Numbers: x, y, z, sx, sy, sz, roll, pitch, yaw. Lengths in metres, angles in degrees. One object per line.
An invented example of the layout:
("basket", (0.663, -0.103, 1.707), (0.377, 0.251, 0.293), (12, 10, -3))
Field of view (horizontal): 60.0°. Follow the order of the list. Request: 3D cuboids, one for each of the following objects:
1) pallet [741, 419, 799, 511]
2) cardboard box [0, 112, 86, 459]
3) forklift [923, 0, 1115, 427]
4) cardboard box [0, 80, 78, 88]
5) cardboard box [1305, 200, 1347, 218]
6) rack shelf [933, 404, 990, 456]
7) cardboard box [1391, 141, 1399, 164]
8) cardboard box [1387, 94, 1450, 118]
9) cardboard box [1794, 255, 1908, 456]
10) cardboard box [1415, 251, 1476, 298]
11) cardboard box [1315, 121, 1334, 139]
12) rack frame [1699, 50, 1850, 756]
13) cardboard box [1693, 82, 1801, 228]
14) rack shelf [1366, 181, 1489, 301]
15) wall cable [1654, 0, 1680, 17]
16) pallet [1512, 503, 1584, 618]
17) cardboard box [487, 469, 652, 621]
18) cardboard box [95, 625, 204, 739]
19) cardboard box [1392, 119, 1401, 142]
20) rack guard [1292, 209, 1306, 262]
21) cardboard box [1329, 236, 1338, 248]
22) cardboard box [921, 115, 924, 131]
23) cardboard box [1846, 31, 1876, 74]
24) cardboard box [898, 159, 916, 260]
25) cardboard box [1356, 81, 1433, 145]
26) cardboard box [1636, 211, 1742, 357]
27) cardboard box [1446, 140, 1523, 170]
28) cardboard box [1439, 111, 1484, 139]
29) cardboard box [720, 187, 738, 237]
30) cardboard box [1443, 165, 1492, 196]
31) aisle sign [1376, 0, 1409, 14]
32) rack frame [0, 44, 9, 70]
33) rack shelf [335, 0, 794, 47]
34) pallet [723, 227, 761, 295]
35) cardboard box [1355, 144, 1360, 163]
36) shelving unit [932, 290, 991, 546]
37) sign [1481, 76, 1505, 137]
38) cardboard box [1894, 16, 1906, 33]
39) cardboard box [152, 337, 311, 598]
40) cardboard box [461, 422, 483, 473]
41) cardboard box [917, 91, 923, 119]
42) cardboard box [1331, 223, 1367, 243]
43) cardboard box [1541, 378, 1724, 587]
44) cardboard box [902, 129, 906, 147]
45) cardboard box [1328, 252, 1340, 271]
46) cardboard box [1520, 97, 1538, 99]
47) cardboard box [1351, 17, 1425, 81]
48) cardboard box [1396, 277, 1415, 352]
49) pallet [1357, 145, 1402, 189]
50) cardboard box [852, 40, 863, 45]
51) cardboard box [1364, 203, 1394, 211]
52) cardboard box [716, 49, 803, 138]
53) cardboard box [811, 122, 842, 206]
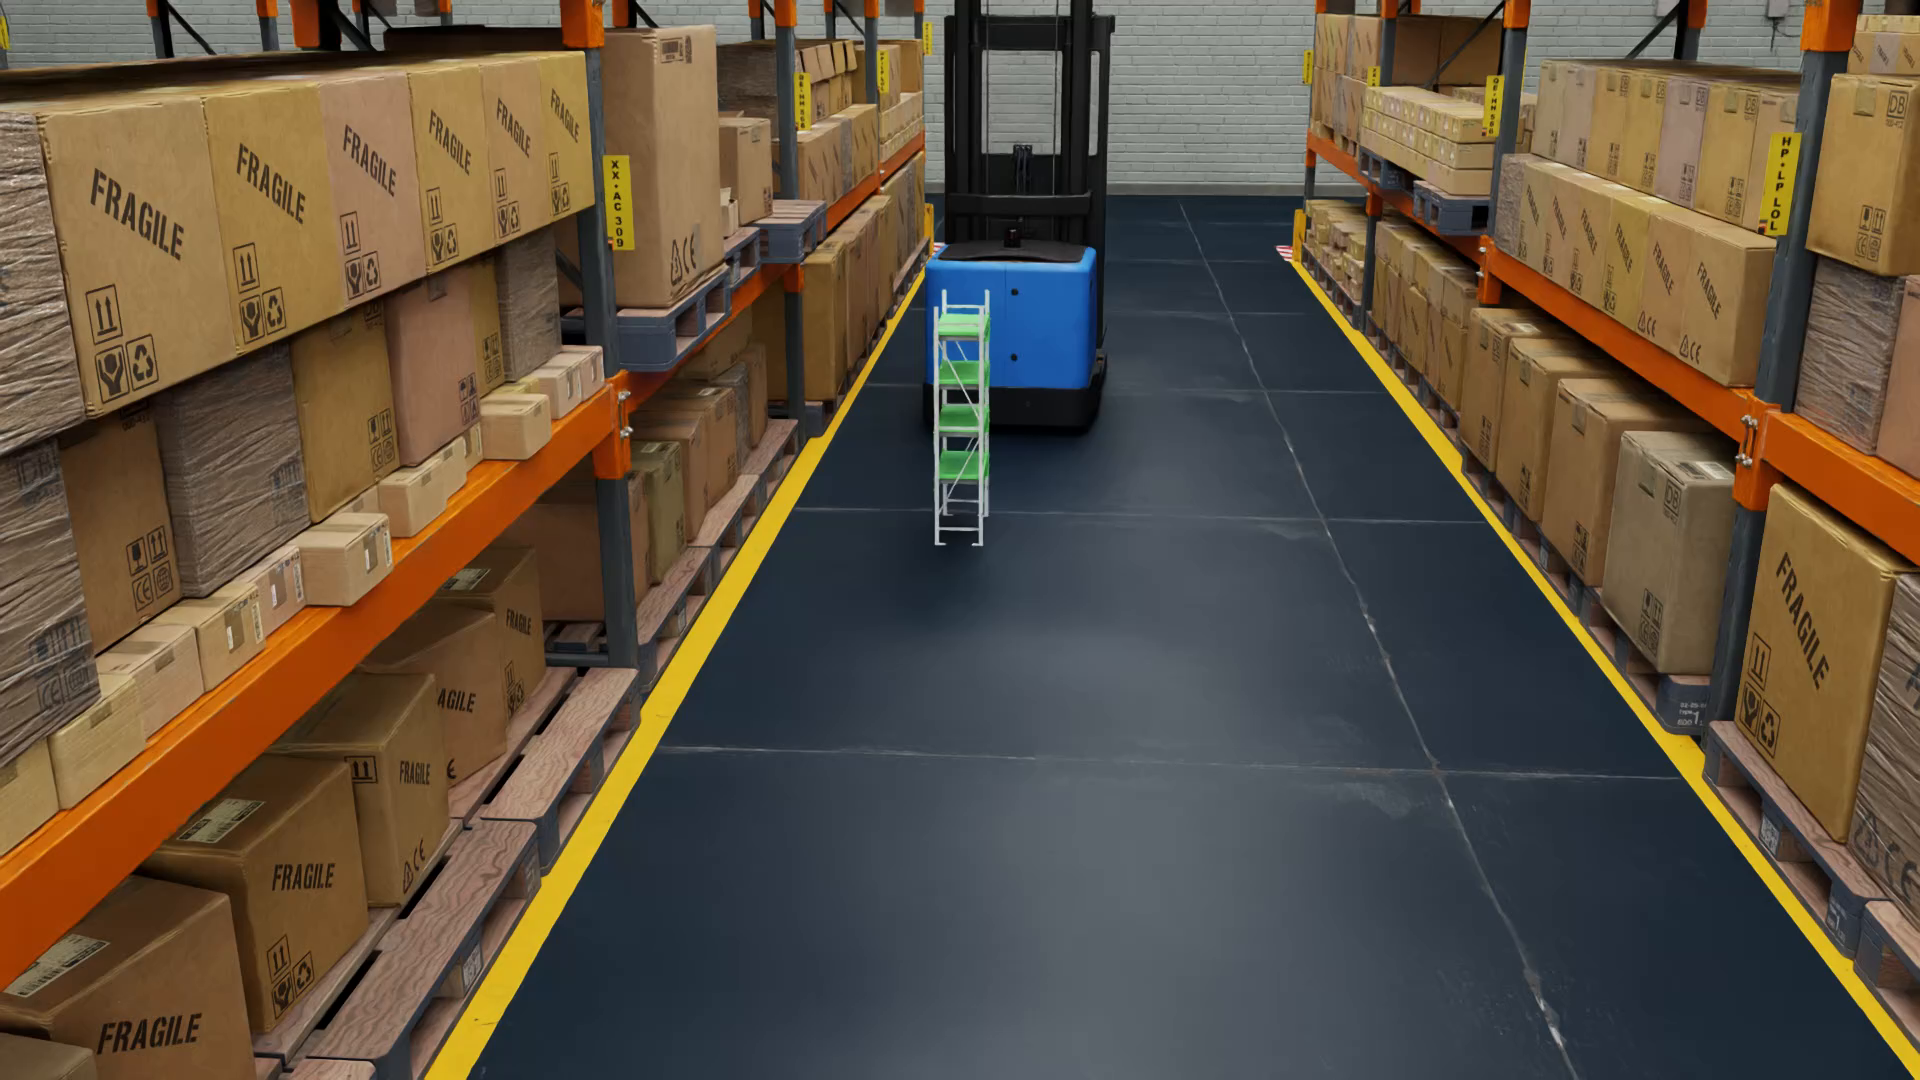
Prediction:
("pallet", (-1.507, -0.449, 9.454), (1.003, 0.211, 1.213), (1, 18, 4))
("cardboard box", (-1.712, -0.361, 2.463), (0.500, 0.500, 0.500), (1, 18, 4))
("forklift", (0.472, -2.514, 11.387), (1.130, 2.935, 3.031), (2, 18, 7))
("cardboard box", (-2.162, -0.683, 3.446), (0.500, 0.500, 0.500), (1, 18, 4))
("cardboard box", (3.687, -3.332, 16.722), (0.380, 0.149, 0.250), (0, 18, 1))
("rack shelf", (0.012, -0.561, 8.413), (0.258, 0.148, 0.480), (1, 18, 4))
("cardboard box", (3.202, -2.679, 11.512), (0.380, 0.149, 0.250), (1, 18, 3))
("cardboard box", (3.217, -3.044, 11.670), (0.380, 0.149, 0.250), (1, 18, 3))
("cardboard box", (3.189, -0.589, 5.161), (0.875, 0.550, 0.550), (1, 18, 4))
("cardboard box", (3.355, -1.775, 11.160), (0.500, 0.250, 0.500), (2, 18, 5))
("cardboard box", (3.664, -3.984, 16.168), (0.380, 0.149, 0.250), (1, 18, 2))
("rack frame", (3.203, -0.632, 5.535), (1.000, 3.000, 0.127), (1, 18, 4))
("cardboard box", (3.268, -1.469, 6.323), (0.700, 0.500, 0.500), (1, 18, 3))
("rack shelf", (3.633, -2.154, 11.334), (1.077, 0.370, 4.000), (1, 18, 4))
("wall cable", (9.389, -6.530, 21.851), (0.585, 1.953, 0.123), (1, 18, 4))
("pallet", (3.268, 0.072, 7.865), (1.003, 0.211, 1.213), (1, 18, 4))
("cardboard box", (-1.671, 0.014, 6.870), (0.700, 0.500, 0.500), (0, 18, 0))
("cardboard box", (-1.698, 0.272, 3.181), (0.380, 0.149, 0.250), (1, 18, 4))
("cardboard box", (3.201, -2.819, 11.459), (0.380, 0.149, 0.250), (1, 18, 3))
("rack guard", (4.058, -3.148, 17.227), (1.175, 0.500, 0.348), (1, 18, 4))
("cardboard box", (3.714, -2.865, 15.775), (0.380, 0.149, 0.250), (0, 18, 1))
("cardboard box", (-0.573, -4.264, 17.022), (0.380, 0.149, 0.250), (2, 18, 5))
("cardboard box", (8.660, -4.499, 15.571), (0.500, 0.500, 0.500), (1, 18, 2))
("cardboard box", (-0.908, -3.208, 16.134), (0.875, 0.875, 0.875), (1, 18, 4))
("cardboard box", (3.530, -3.462, 13.534), (0.500, 0.500, 0.500), (1, 18, 4))
("cardboard box", (3.010, -1.005, 6.511), (0.500, 0.500, 0.500), (1, 18, 3))
("cardboard box", (3.071, -2.260, 9.753), (0.380, 0.149, 0.250), (2, 18, 5))
("cardboard box", (3.088, -2.478, 9.941), (0.380, 0.149, 0.250), (1, 18, 3))
("cardboard box", (-1.300, -1.628, 8.117), (0.396, 0.266, 0.258), (1, 18, 2))
("cardboard box", (3.067, -2.118, 9.799), (0.380, 0.149, 0.250), (2, 18, 5))
("aisle sign", (4.368, -5.611, 16.553), (0.394, 0.787, 0.004), (1, 18, 4))
("rack frame", (-10.757, -4.724, 18.021), (1.000, 3.000, 0.127), (1, 18, 4))
("rack shelf", (-1.593, -2.479, 7.510), (1.077, 0.370, 4.000), (1, 18, 4))
("pallet", (-1.551, -1.310, 7.911), (1.003, 0.211, 1.213), (1, 18, 4))
("cardboard box", (3.474, -3.174, 13.695), (0.380, 0.149, 0.250), (1, 18, 2))
("shelving unit", (0.012, -0.622, 8.393), (0.258, 1.200, 0.503), (1, 18, 4))
("sign", (2.948, -2.396, 9.187), (0.100, 0.325, 0.005), (1, 18, 4))
("cardboard box", (8.599, -4.604, 14.849), (0.380, 0.149, 0.250), (1, 18, 4))
("cardboard box", (-1.961, -0.203, 3.588), (0.875, 0.500, 0.500), (1, 18, 4))
("cardboard box", (-1.620, -0.273, 4.843), (0.380, 0.149, 0.250), (1, 18, 4))
("cardboard box", (-0.646, -4.415, 16.843), (0.500, 0.250, 0.500), (1, 18, 3))
("cardboard box", (3.563, -2.767, 15.000), (0.380, 0.149, 0.250), (1, 18, 2))
("cardboard box", (3.231, -0.257, 7.329), (1.050, 0.750, 0.750), (1, 18, 4))
("cardboard box", (-0.700, -3.708, 15.326), (0.380, 0.149, 0.250), (1, 18, 2))
("cardboard box", (3.609, -2.568, 15.346), (0.380, 0.149, 0.250), (1, 18, 4))
("cardboard box", (3.849, -2.946, 11.370), (0.380, 0.149, 0.250), (0, 18, 1))
("cardboard box", (3.572, -4.094, 13.855), (0.500, 0.500, 0.500), (1, 18, 2))
("cardboard box", (3.399, -1.578, 11.760), (0.500, 0.500, 0.500), (2, 18, 5))
("pallet", (3.577, -2.792, 12.433), (1.003, 0.211, 1.213), (1, 18, 4))
("cardboard box", (-1.216, -4.629, 16.293), (0.500, 0.500, 0.500), (1, 18, 3))
("cardboard box", (4.203, -3.240, 16.442), (0.380, 0.149, 0.250), (2, 18, 5))
("cardboard box", (-1.381, -2.768, 10.280), (0.797, 0.503, 0.637), (2, 18, 6))
("cardboard box", (-1.076, -2.528, 11.162), (0.500, 0.500, 0.500), (1, 18, 3))
